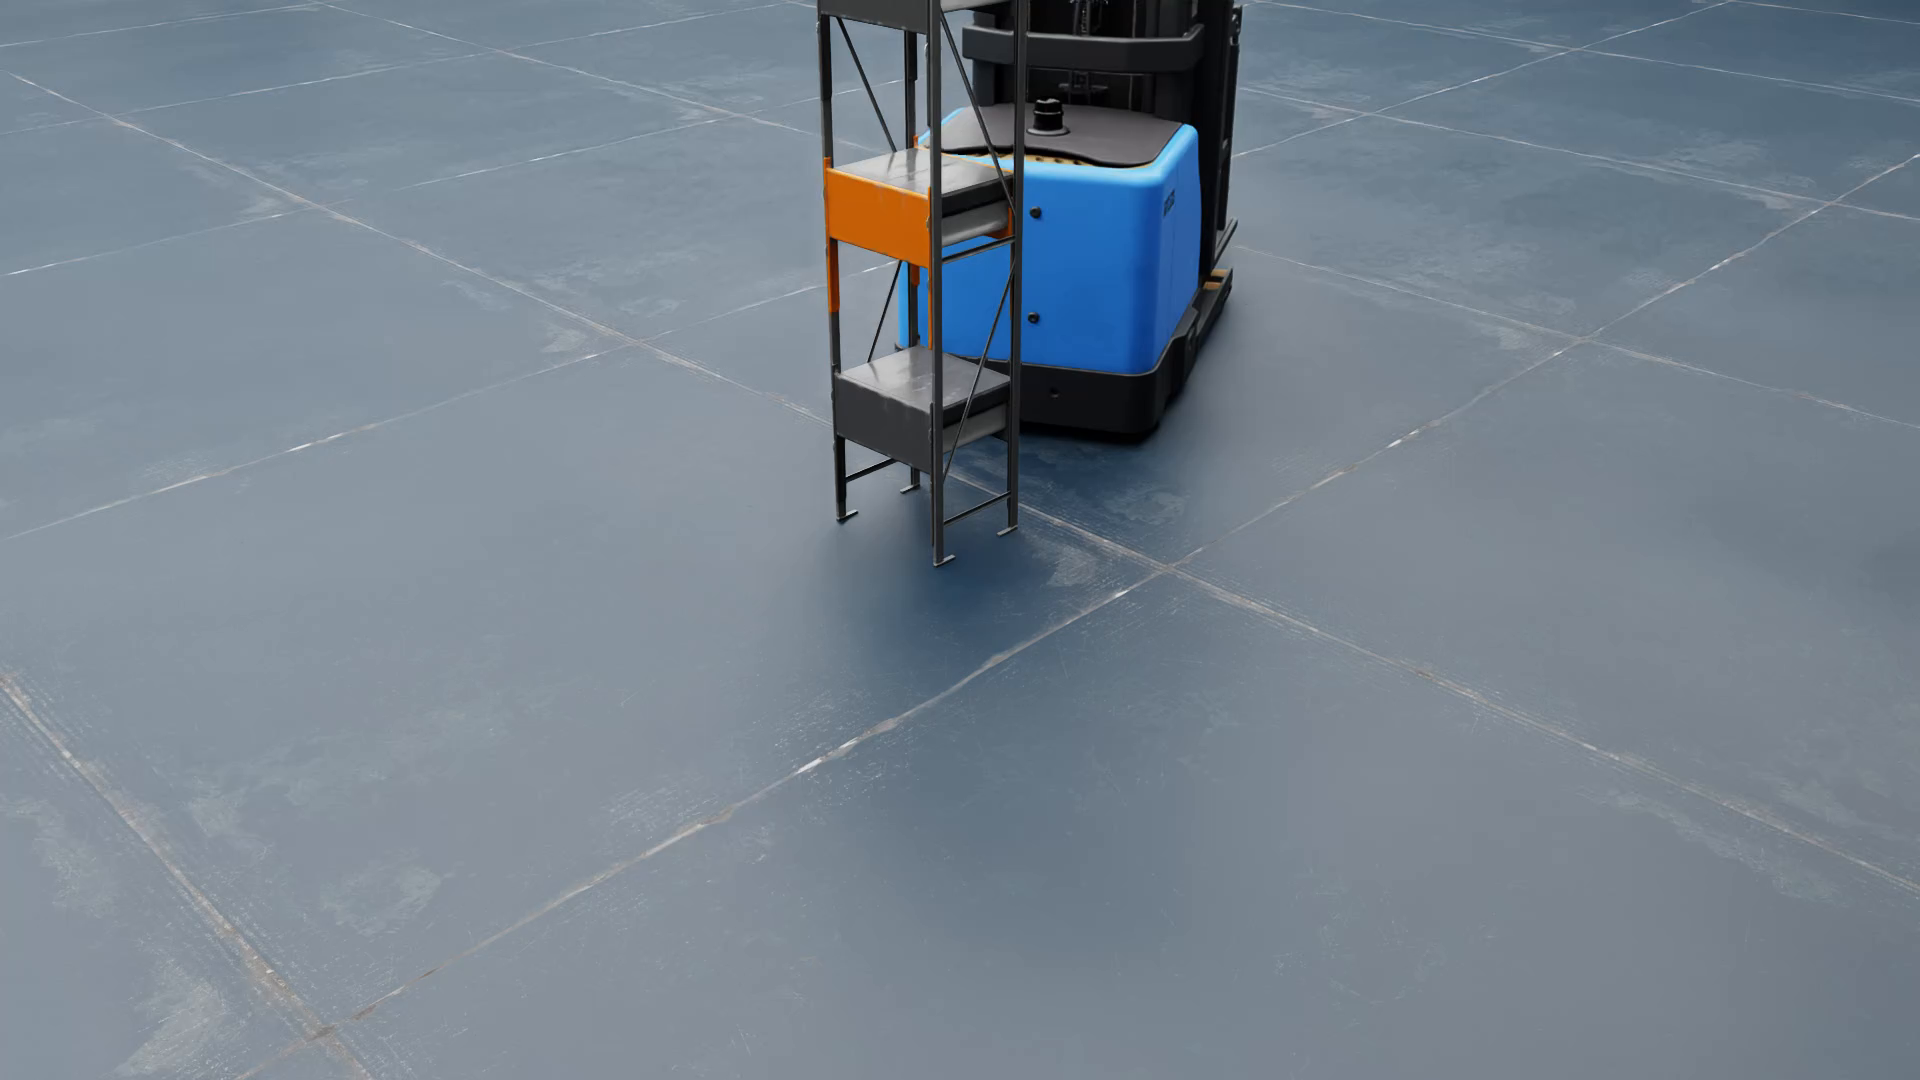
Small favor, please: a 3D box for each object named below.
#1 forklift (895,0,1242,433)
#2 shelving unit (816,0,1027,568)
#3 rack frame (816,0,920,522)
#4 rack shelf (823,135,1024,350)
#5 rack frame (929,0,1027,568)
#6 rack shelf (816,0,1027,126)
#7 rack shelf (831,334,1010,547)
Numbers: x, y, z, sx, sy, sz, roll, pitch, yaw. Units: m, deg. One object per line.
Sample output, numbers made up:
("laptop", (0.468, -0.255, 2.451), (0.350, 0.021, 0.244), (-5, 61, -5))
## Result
("forklift", (0.662, -2.374, 7.115), (1.130, 2.935, 3.031), (8, 29, 15))
("shelving unit", (-0.118, -0.983, 5.364), (0.503, 2.100, 0.431), (25, 36, 38))
("rack frame", (-0.292, -1.063, 5.515), (0.015, 2.100, 0.400), (25, 36, 38))
("rack shelf", (-0.118, -0.971, 5.370), (0.480, 0.518, 0.431), (25, 36, 38))
("rack frame", (0.056, -0.904, 5.213), (0.015, 2.100, 0.400), (25, 36, 38))
("rack shelf", (-0.118, -1.591, 5.045), (0.480, 0.518, 0.431), (25, 36, 38))
("rack shelf", (-0.118, -0.352, 5.696), (0.480, 0.518, 0.431), (25, 36, 38))
